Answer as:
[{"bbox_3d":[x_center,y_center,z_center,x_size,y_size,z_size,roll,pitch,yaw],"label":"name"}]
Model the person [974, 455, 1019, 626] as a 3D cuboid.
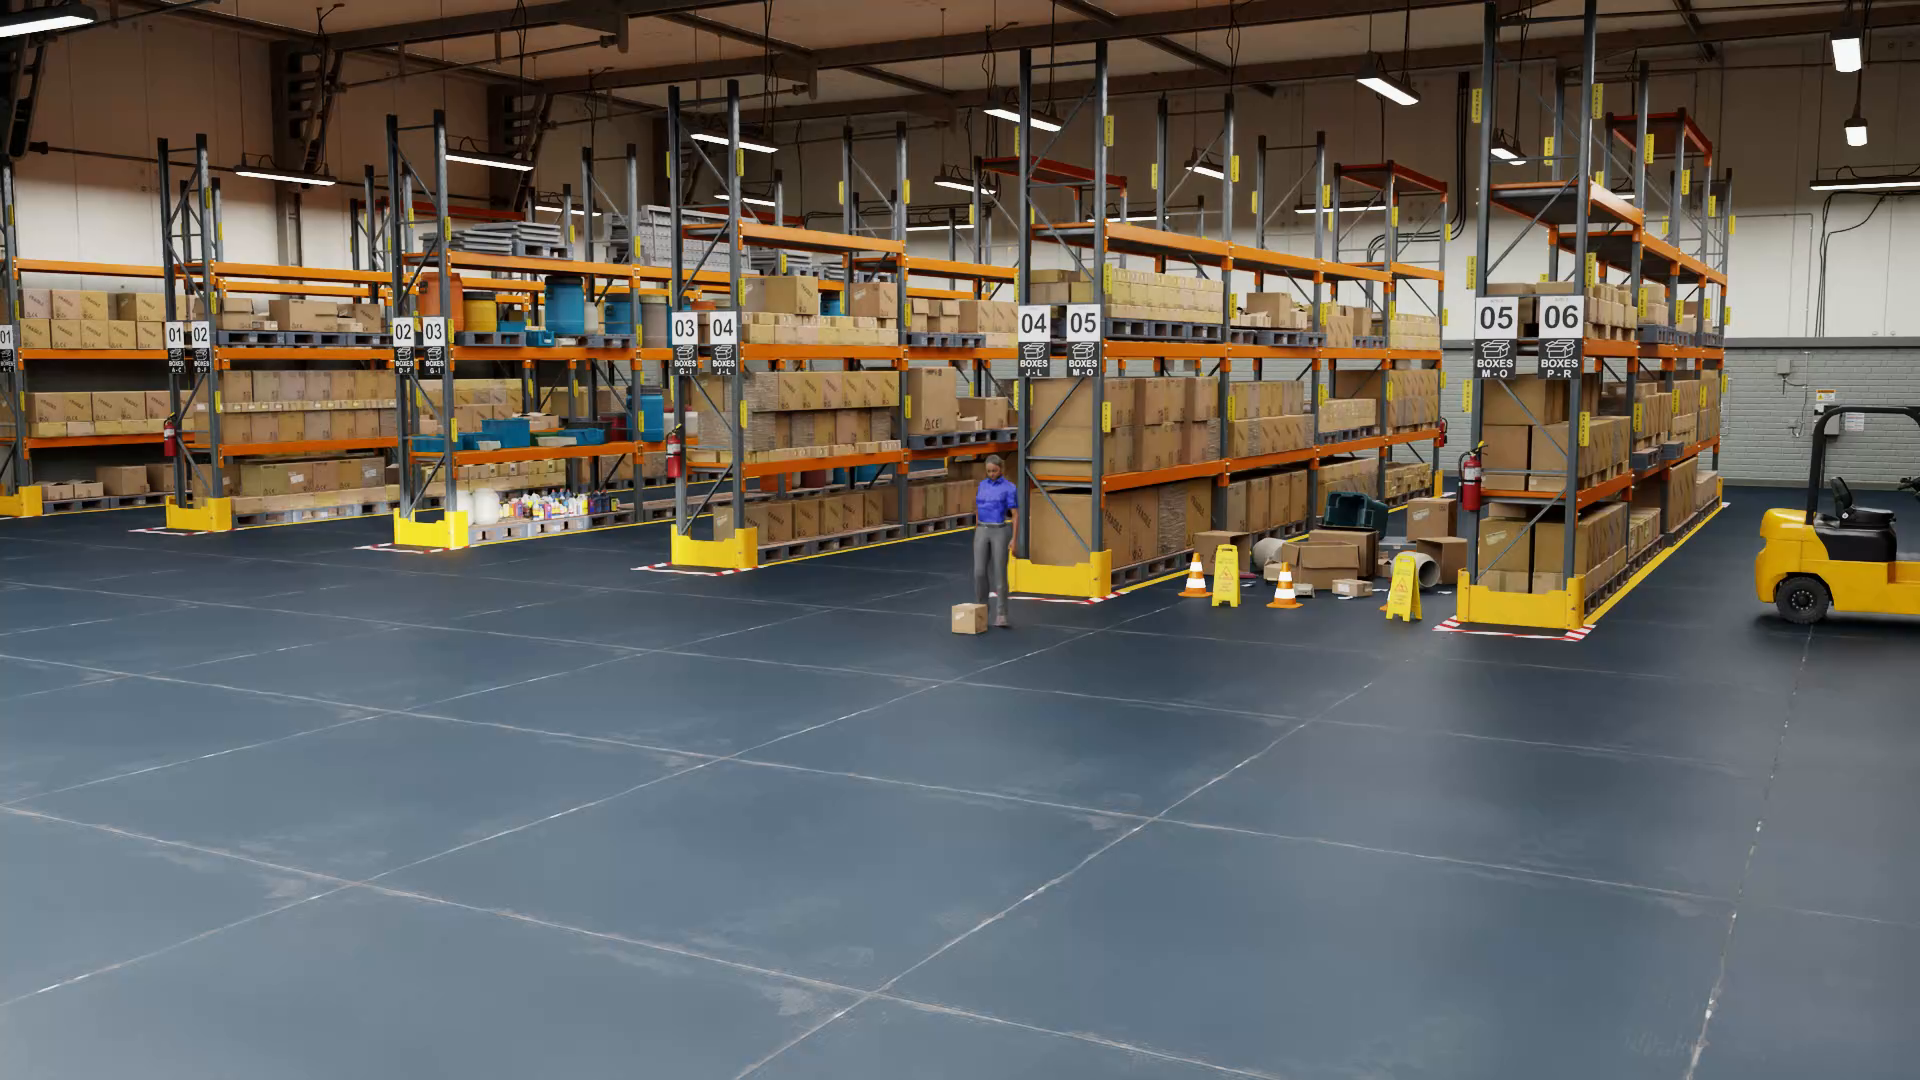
[{"bbox_3d":[0.330,0.011,16.263,0.525,1.692,0.373,3,7,30],"label":"person"}]
